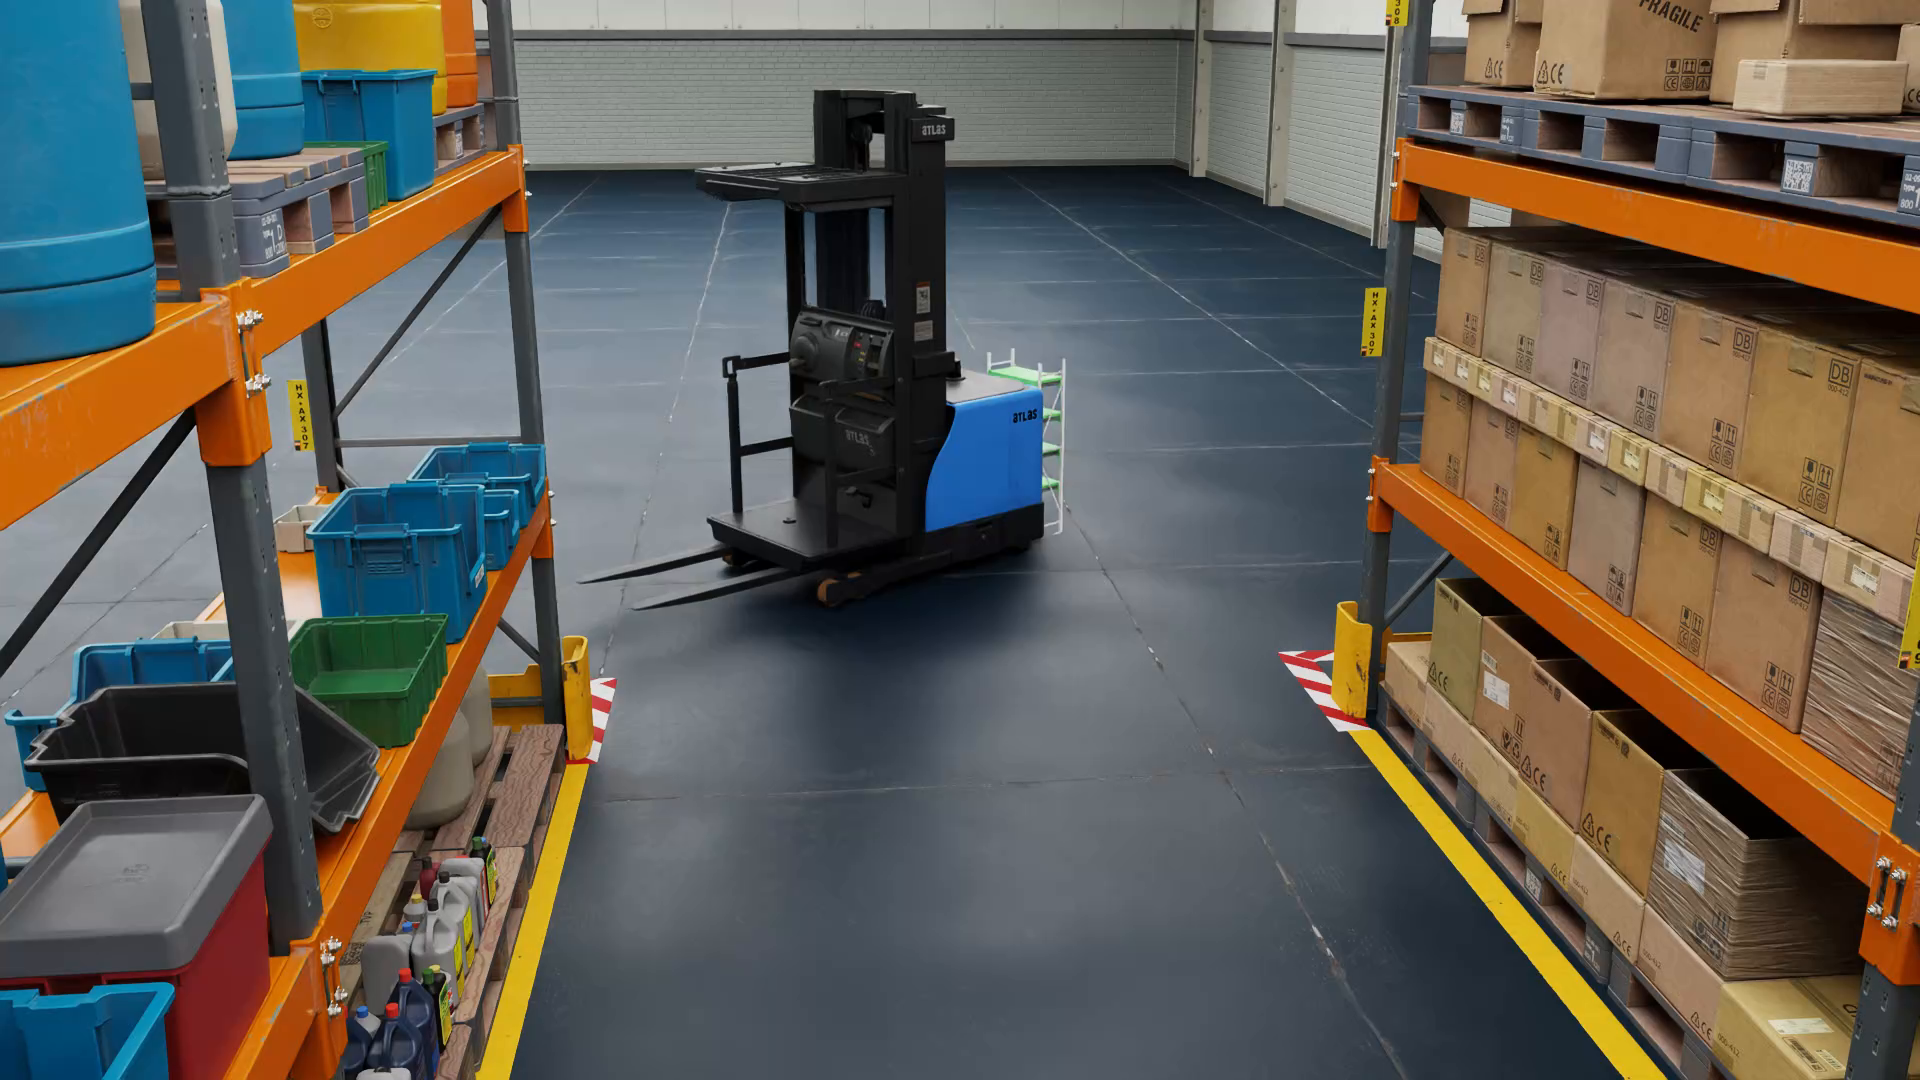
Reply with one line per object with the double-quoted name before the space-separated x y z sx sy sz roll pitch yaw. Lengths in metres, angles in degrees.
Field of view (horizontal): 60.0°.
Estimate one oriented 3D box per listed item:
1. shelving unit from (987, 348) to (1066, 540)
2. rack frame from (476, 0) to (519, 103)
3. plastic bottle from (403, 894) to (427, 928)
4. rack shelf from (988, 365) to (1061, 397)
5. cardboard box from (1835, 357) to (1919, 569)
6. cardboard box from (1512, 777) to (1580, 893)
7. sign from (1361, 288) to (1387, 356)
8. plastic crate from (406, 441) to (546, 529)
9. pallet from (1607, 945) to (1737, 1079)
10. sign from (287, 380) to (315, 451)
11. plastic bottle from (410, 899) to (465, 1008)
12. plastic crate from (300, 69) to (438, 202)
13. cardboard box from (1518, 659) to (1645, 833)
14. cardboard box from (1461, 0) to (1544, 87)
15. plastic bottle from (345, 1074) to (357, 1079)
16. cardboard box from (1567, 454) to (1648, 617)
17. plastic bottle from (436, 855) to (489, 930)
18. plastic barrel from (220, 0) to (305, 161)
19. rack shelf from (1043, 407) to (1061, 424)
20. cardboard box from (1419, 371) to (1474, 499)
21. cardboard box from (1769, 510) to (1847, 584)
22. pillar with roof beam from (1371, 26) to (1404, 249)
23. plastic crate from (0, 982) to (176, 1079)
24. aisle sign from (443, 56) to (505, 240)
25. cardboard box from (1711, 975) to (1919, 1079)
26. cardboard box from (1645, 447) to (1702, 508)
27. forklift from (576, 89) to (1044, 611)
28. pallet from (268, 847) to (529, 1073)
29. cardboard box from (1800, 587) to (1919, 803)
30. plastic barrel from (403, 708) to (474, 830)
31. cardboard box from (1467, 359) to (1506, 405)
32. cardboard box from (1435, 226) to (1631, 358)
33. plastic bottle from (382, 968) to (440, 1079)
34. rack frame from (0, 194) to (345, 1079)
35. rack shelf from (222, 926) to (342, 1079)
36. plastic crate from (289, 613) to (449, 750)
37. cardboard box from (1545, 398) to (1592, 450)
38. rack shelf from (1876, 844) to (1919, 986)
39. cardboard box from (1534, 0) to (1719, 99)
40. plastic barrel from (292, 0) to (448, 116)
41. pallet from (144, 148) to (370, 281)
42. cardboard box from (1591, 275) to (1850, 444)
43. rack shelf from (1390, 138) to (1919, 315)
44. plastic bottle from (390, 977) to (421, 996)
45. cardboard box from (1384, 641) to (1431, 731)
"shelving unit" 0.439 -0.654 11.255 0.258 1.200 0.503 -15 23 -39
"rack frame" -2.414 -3.307 6.688 1.000 3.000 0.127 -2 18 -6
"plastic bottle" -1.898 1.341 5.836 0.097 0.201 0.097 0 17 0
"rack shelf" 0.440 -1.051 11.131 0.258 0.148 0.480 -15 23 -39
"cardboard box" 2.874 -0.204 4.485 0.700 0.500 0.500 -2 18 -5
"cardboard box" 2.500 1.128 6.465 0.500 0.250 0.500 -2 18 -6
"sign" 1.960 -1.032 7.880 0.100 0.325 0.005 -2 18 -6
"plastic crate" -2.065 -0.234 7.163 0.499 0.251 0.616 -2 18 -6
"pallet" 2.885 1.687 5.451 1.003 0.211 1.213 -2 18 -6
"sign" -2.962 -0.561 7.495 0.100 0.325 0.005 -2 18 -6
"plastic bottle" -1.735 1.365 5.511 0.144 0.351 0.185 -2 18 -6
"plastic crate" -1.918 -1.310 5.359 0.392 0.384 0.575 -2 18 -6
"cardboard box" 2.499 0.771 6.352 0.500 0.500 0.500 -2 18 -6
"cardboard box" 2.568 -2.173 6.976 0.797 0.503 0.637 -1 17 -2
"plastic bottle" -1.765 1.632 4.770 0.061 0.283 0.133 -2 18 -6
"cardboard box" 2.711 -0.044 6.142 0.700 0.500 0.500 -1 17 -4
"plastic bottle" -1.790 1.254 5.987 0.152 0.276 0.135 -2 18 -5
"plastic barrel" -1.998 -1.424 4.158 0.600 0.901 0.708 -2 18 -6
"rack shelf" 0.440 -0.822 11.202 0.258 0.148 0.480 -15 23 -39
"cardboard box" 2.549 -0.505 7.611 0.700 0.500 0.500 -2 18 -6
"cardboard box" 2.632 0.012 4.882 0.380 0.149 0.250 -2 18 -7
"pillar with roof beam" 2.234 -8.661 23.742 9.100 9.000 0.400 -2 18 -6
"plastic crate" -1.578 1.074 2.777 0.392 0.384 0.575 -2 18 -6
"aisle sign" -2.126 -1.716 7.294 0.394 0.787 0.004 -2 18 -6
"cardboard box" 2.660 1.575 5.042 0.500 0.250 0.500 -2 18 -6
"cardboard box" 2.555 -0.215 5.604 0.380 0.149 0.250 -1 17 -4
"forklift" -0.883 -1.175 10.027 3.031 2.935 1.130 -15 23 -39
"pallet" -2.158 1.512 6.010 1.003 0.211 1.213 -2 18 -6
"cardboard box" 2.874 0.415 4.680 0.700 0.500 0.500 -2 18 -7
"plastic barrel" -2.219 0.885 6.803 0.421 0.512 0.421 0 17 0
"cardboard box" 2.394 -0.677 7.077 0.380 0.149 0.250 -2 18 -5
"cardboard box" 2.554 -1.108 7.366 0.700 0.500 0.500 -2 18 -5
"plastic bottle" -1.692 1.491 5.107 0.144 0.351 0.185 -3 18 -8
"rack frame" -2.002 0.747 3.790 1.000 3.000 0.127 -2 18 -6
"rack shelf" -1.795 1.686 2.000 1.077 0.370 4.000 -2 18 -6
"plastic crate" -1.861 0.435 5.138 0.450 0.188 0.662 -2 18 -6
"cardboard box" 2.474 -0.447 6.343 0.380 0.149 0.250 -2 18 -6
"rack shelf" 3.132 1.534 2.484 1.077 0.370 4.000 -2 18 -6
"cardboard box" 2.413 -1.840 5.919 0.500 0.500 0.500 -2 18 -6
"plastic barrel" -2.170 -1.830 5.977 0.600 0.588 0.600 0 17 0
"pallet" -2.173 -0.806 4.044 1.213 0.211 1.003 -2 18 -6
"cardboard box" 2.718 -0.652 5.914 0.700 0.500 0.500 -2 18 -6
"rack shelf" 2.719 -1.089 5.831 1.077 0.370 4.000 -2 18 -6
"plastic bottle" -1.744 1.486 5.255 0.097 0.271 0.097 0 17 0
"cardboard box" 2.347 0.681 7.888 0.500 0.250 0.500 -2 18 -6
